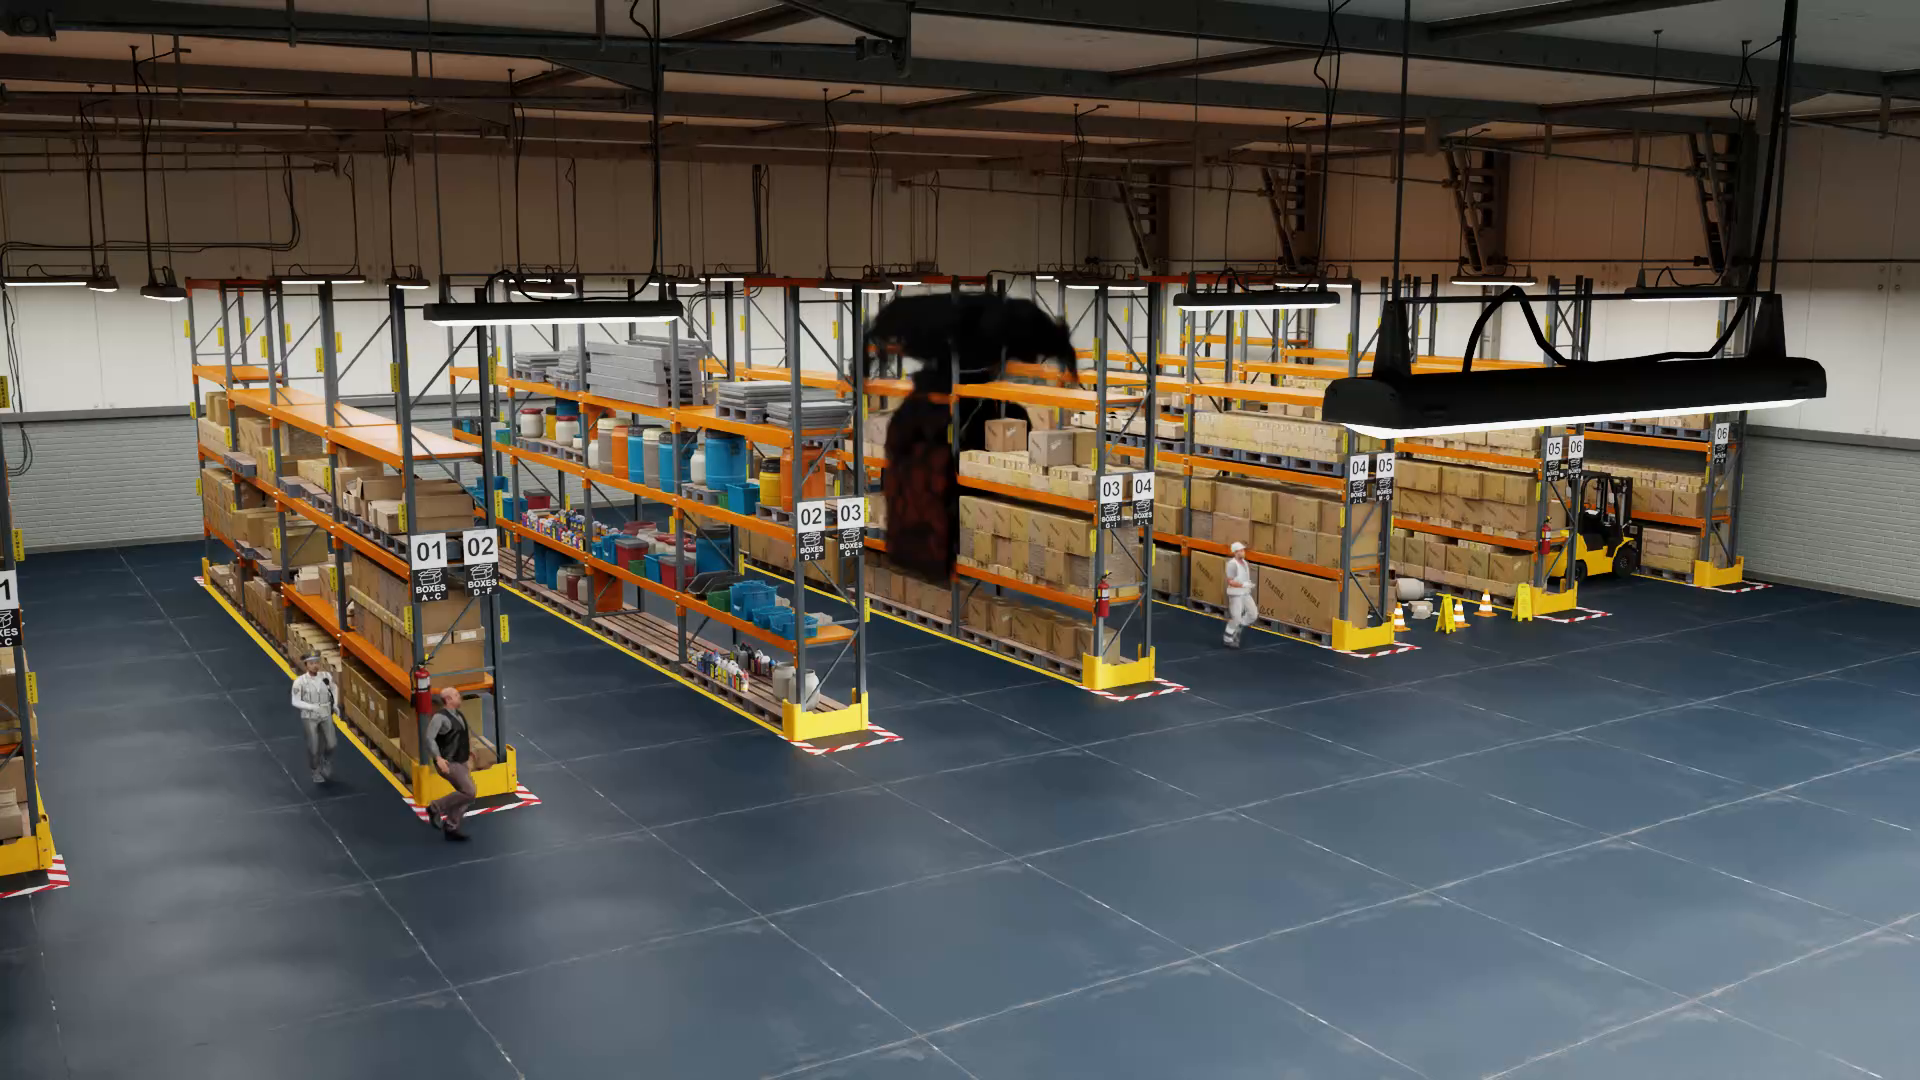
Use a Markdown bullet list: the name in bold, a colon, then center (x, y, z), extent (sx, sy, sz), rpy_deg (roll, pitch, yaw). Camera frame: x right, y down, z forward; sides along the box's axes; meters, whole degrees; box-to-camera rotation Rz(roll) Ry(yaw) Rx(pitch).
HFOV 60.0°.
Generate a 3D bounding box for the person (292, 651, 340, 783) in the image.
- **person**: center (-7.774, 2.155, 20.164), extent (0.590, 1.660, 0.584), rpy_deg (-7, 12, -35)

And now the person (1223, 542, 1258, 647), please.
- **person**: center (4.621, 0.904, 27.298), extent (0.618, 1.745, 0.643), rpy_deg (9, 13, 42)

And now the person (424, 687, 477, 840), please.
- **person**: center (-5.604, 2.455, 18.472), extent (0.533, 1.648, 0.683), rpy_deg (1, 10, 5)
